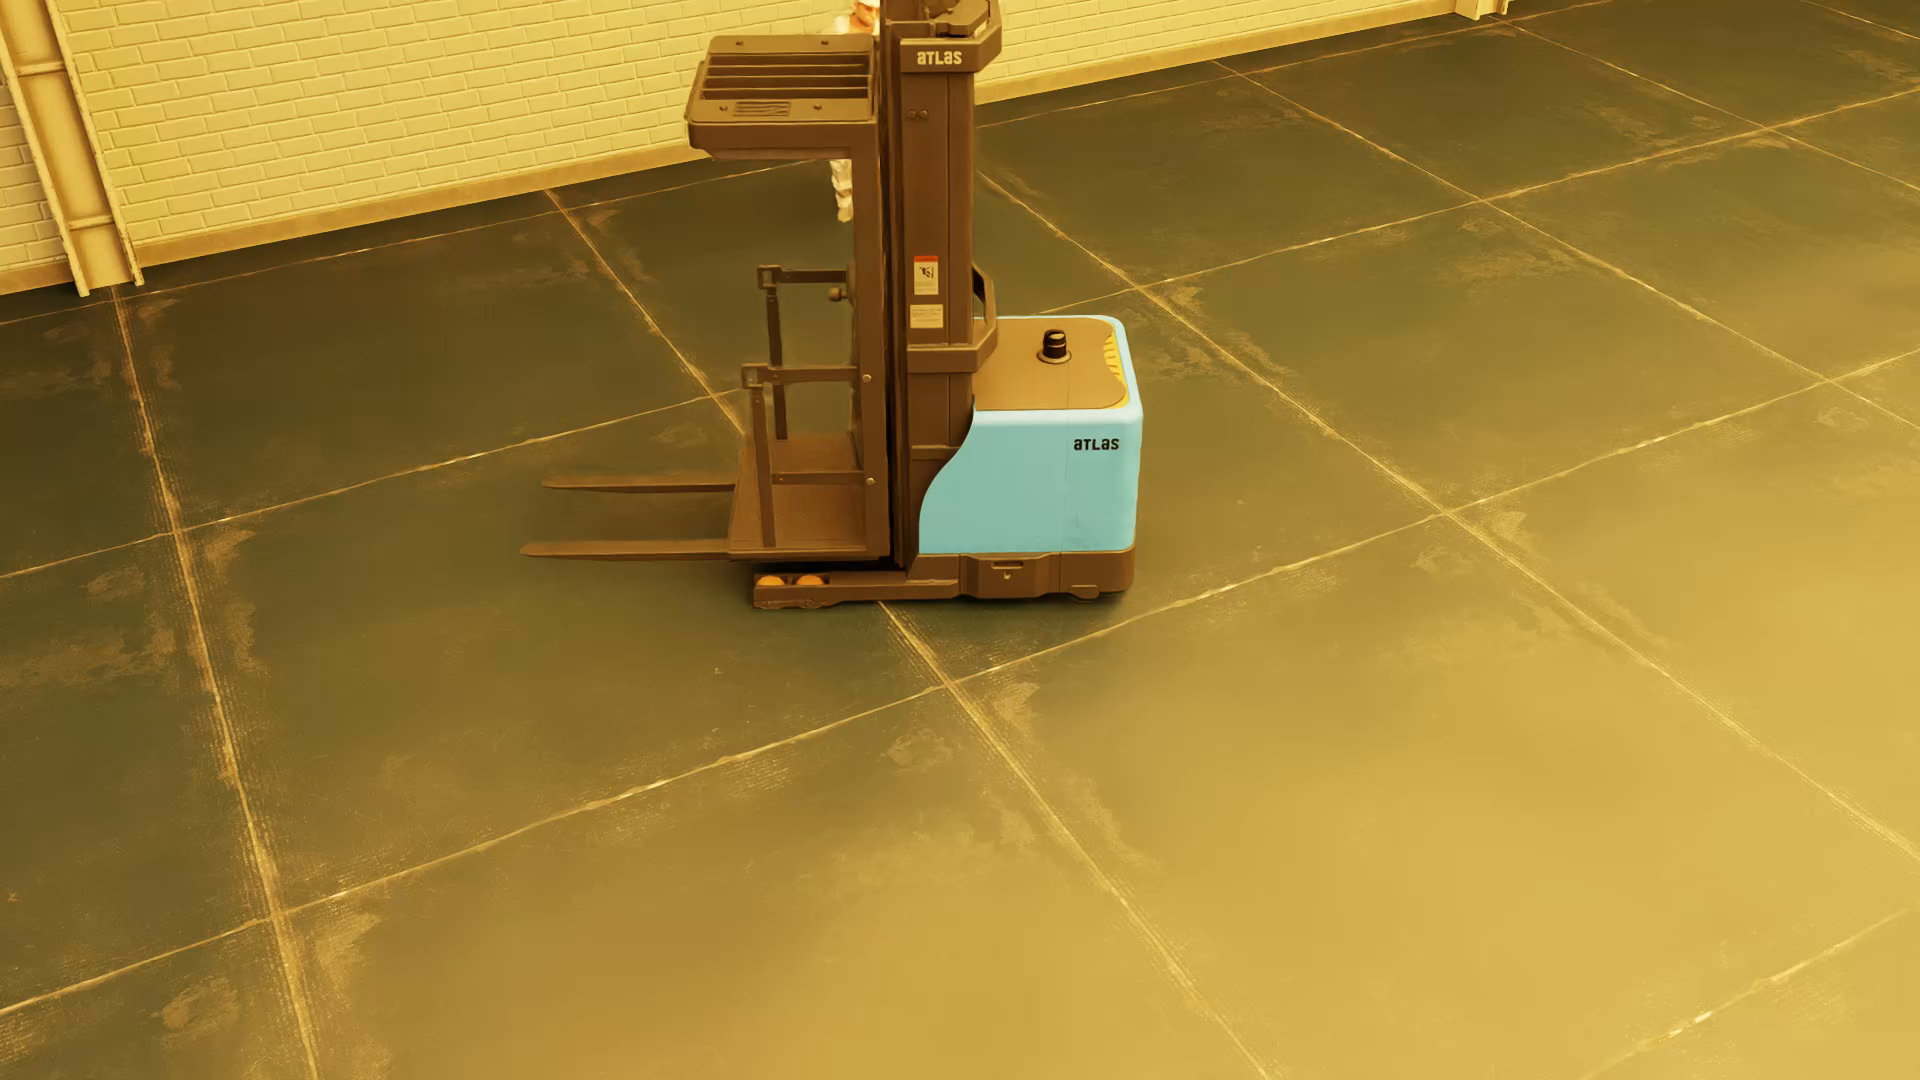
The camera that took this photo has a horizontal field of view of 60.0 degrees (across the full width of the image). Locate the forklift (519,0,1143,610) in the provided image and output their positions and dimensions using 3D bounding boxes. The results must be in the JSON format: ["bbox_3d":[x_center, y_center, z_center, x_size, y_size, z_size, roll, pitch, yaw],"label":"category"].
[{"bbox_3d":[-0.664,-1.163,7.769,3.031,2.935,1.130,-1,35,-1],"label":"forklift"}]

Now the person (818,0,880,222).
[{"bbox_3d":[-0.699,-2.987,11.424,0.889,1.751,0.473,2,35,2],"label":"person"}]
